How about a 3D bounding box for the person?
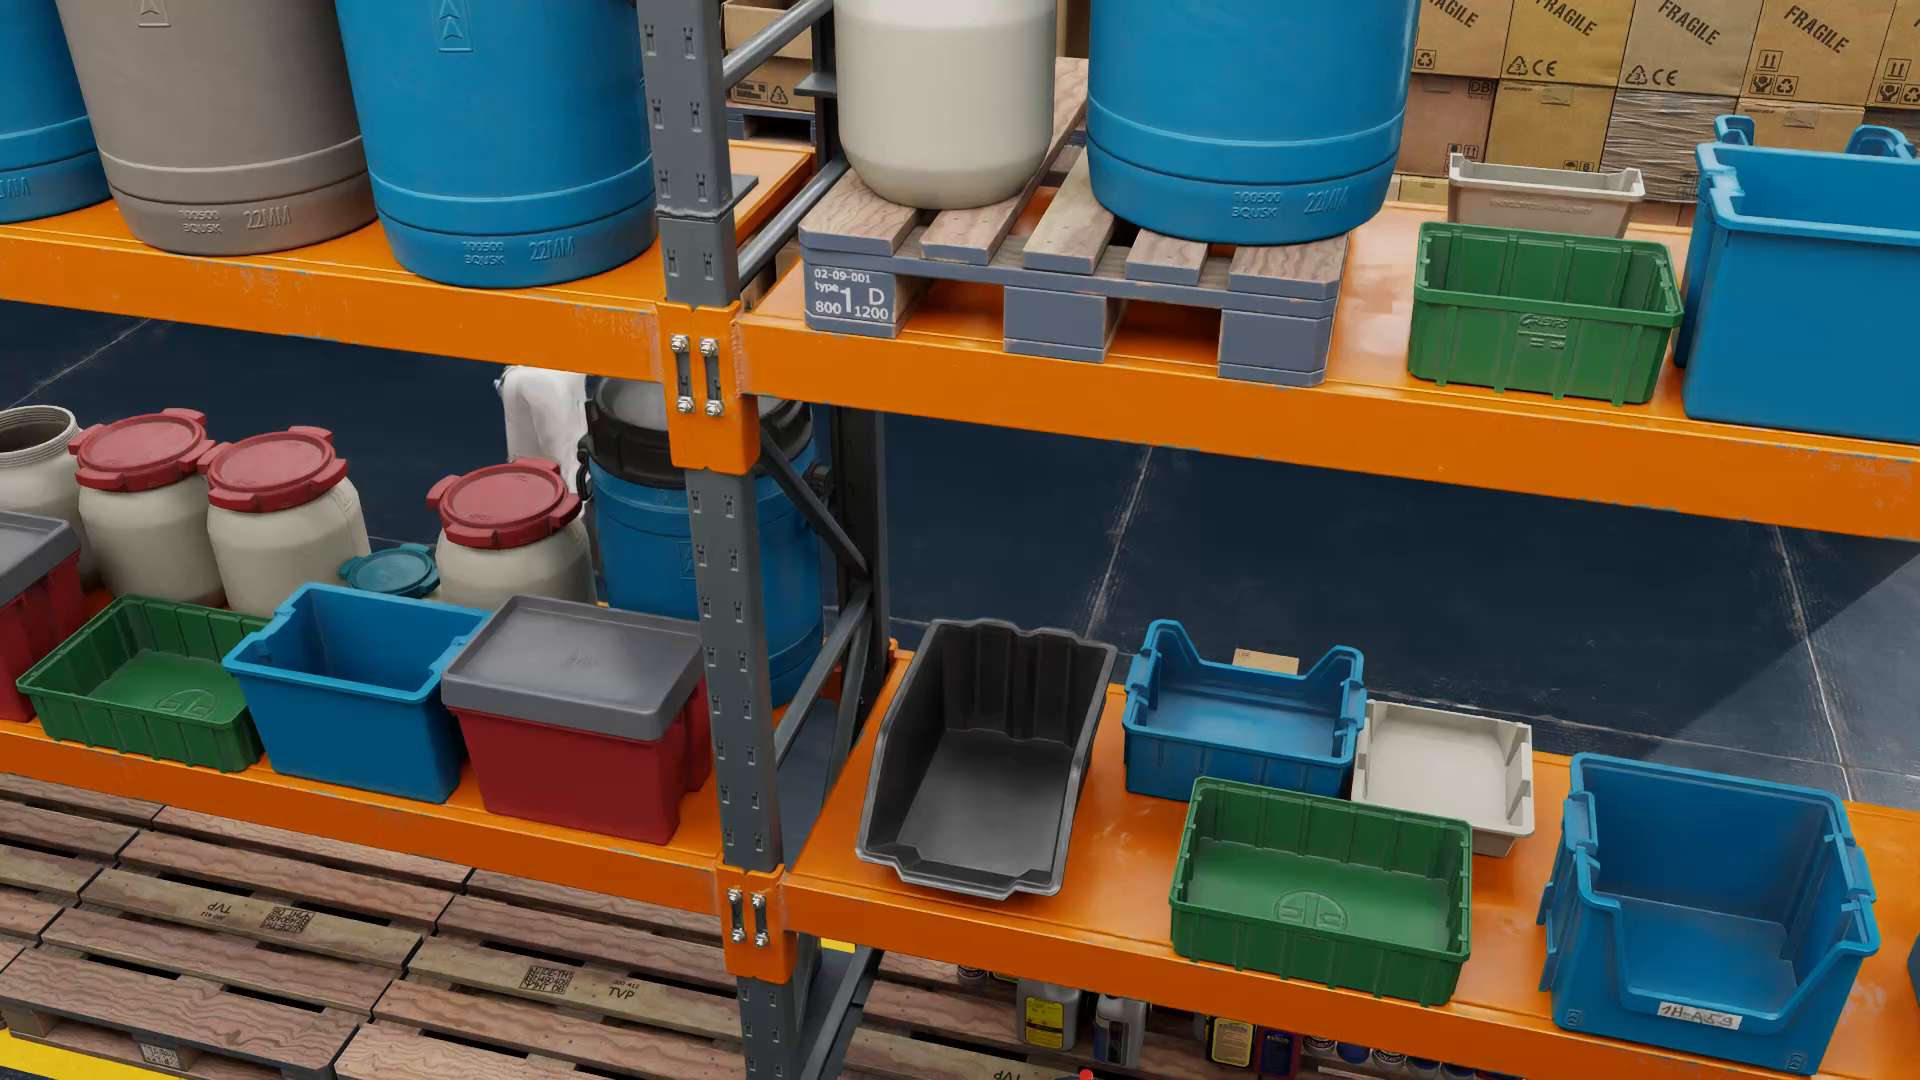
[{"bbox_3d":[-1.604,-0.252,6.546,1.048,1.735,0.611,4,33,7],"label":"person"}]
